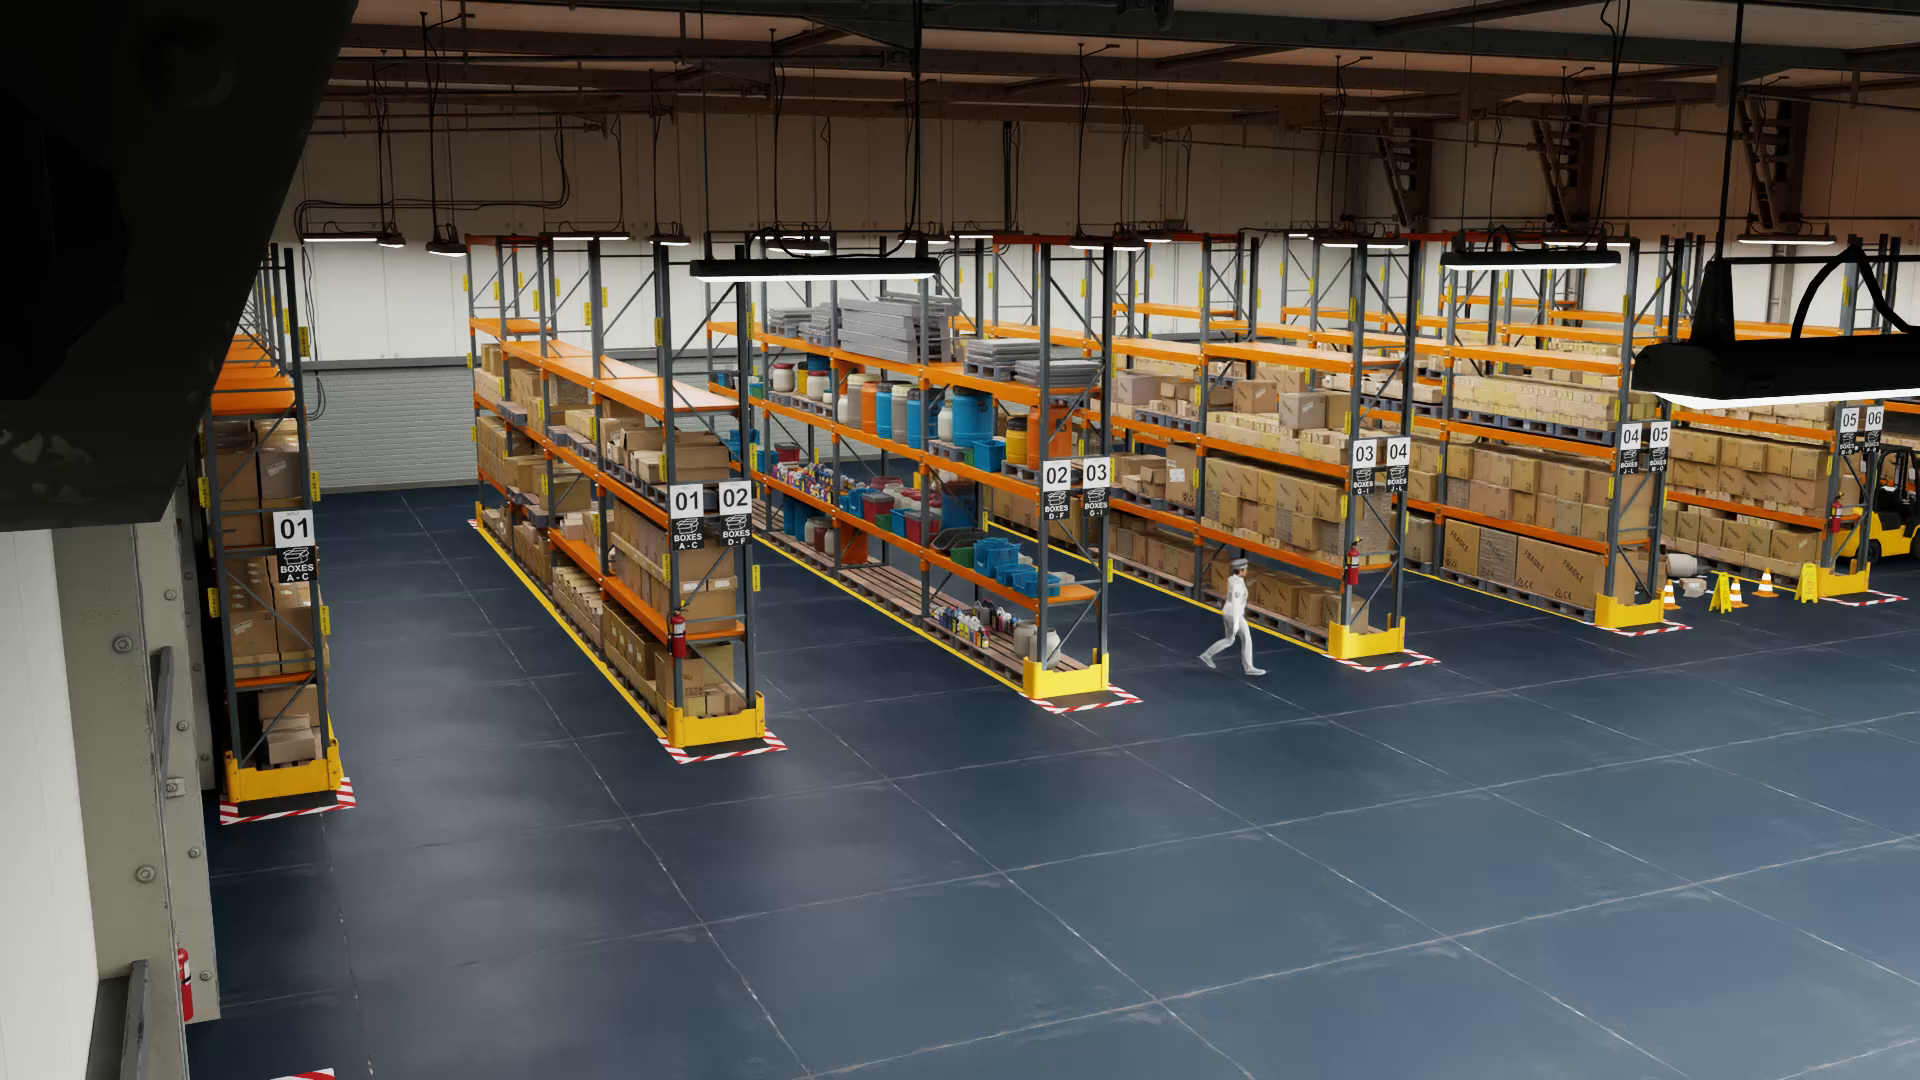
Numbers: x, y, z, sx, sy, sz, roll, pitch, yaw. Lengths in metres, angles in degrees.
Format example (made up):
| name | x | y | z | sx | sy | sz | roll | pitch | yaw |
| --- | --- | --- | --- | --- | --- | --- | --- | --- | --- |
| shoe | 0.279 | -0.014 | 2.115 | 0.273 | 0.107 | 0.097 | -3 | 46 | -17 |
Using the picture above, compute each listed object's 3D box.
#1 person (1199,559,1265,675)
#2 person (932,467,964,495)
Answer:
| name | x | y | z | sx | sy | sz | roll | pitch | yaw |
| --- | --- | --- | --- | --- | --- | --- | --- | --- | --- |
| person | 3.825 | 1.065 | 23.302 | 0.895 | 1.635 | 0.517 | -1 | 11 | -3 |
| person | -0.223 | -1.195 | 34.628 | 0.611 | 1.721 | 1.064 | -4 | 12 | -20 |
